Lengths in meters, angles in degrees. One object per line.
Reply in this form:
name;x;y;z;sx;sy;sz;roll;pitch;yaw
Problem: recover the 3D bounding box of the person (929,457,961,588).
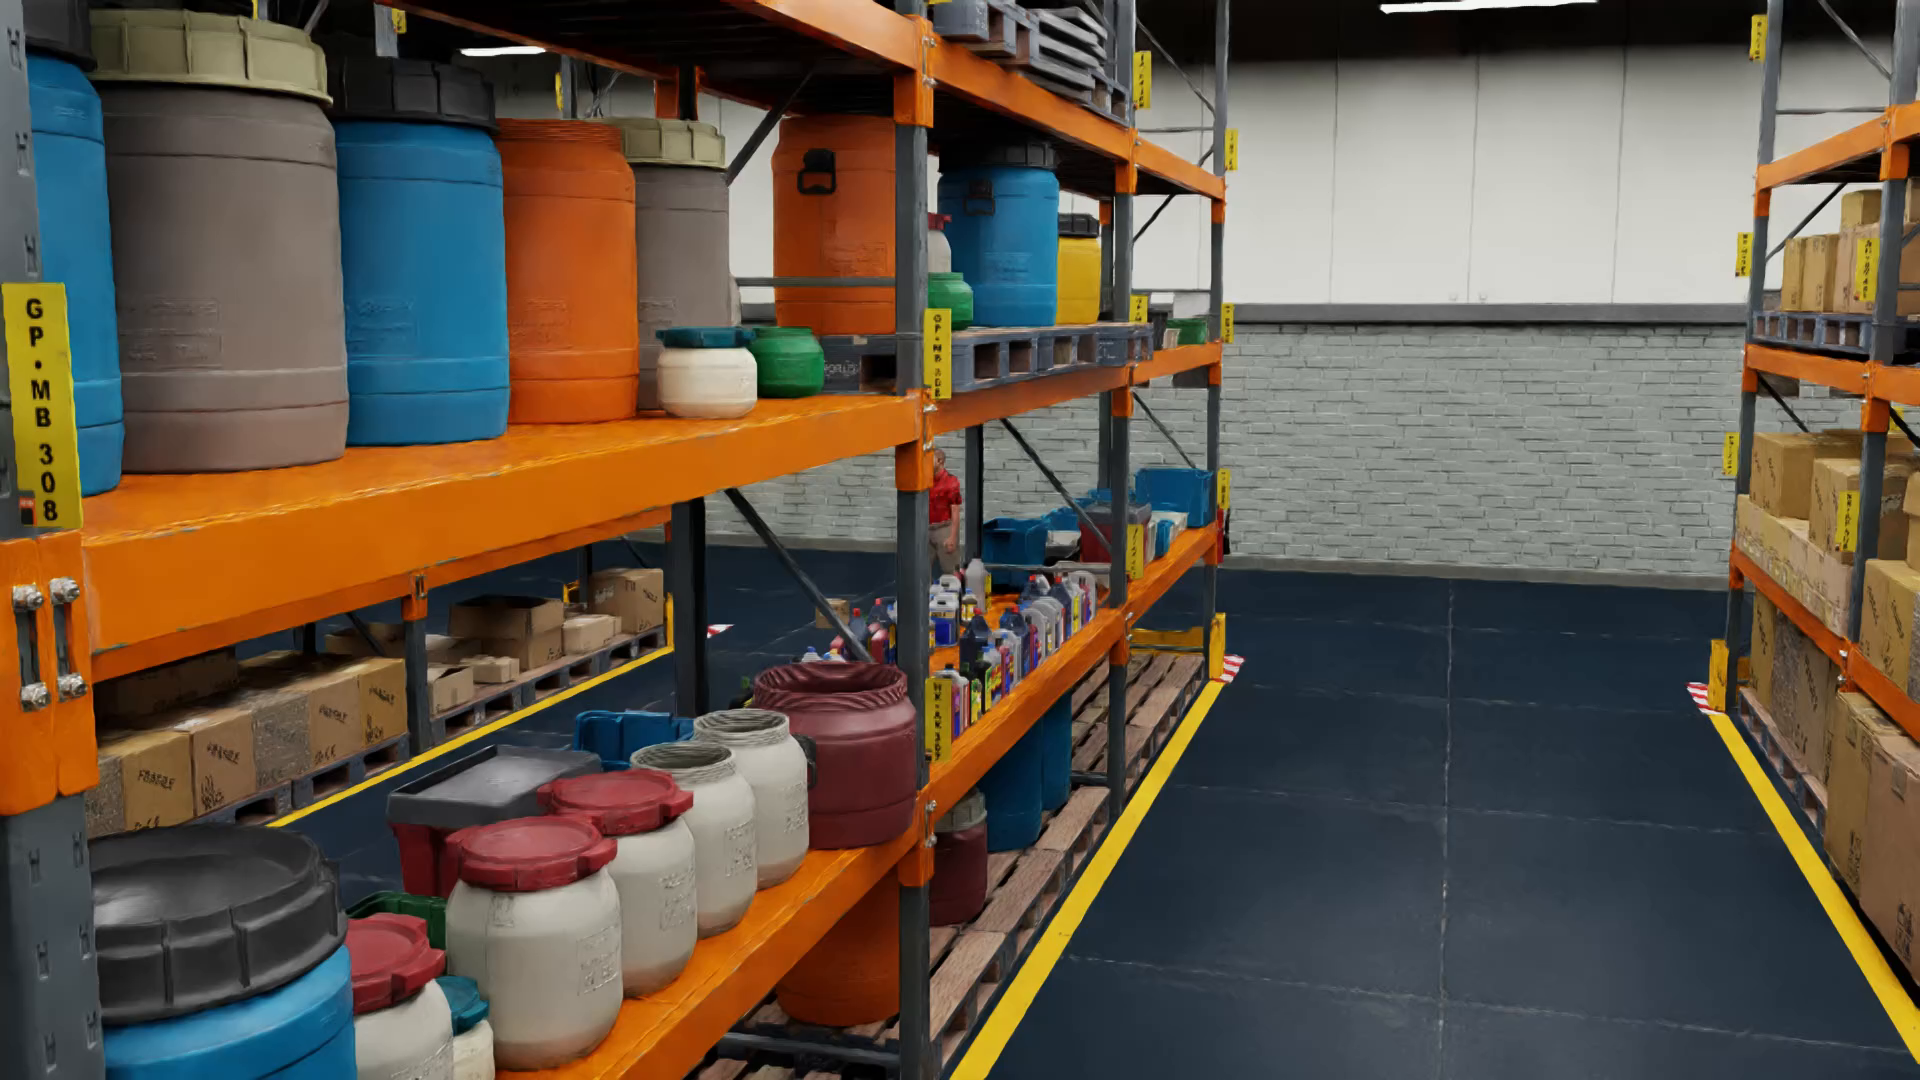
person;-0.184;-0.029;16.184;0.420;1.569;0.465;8;11;43
